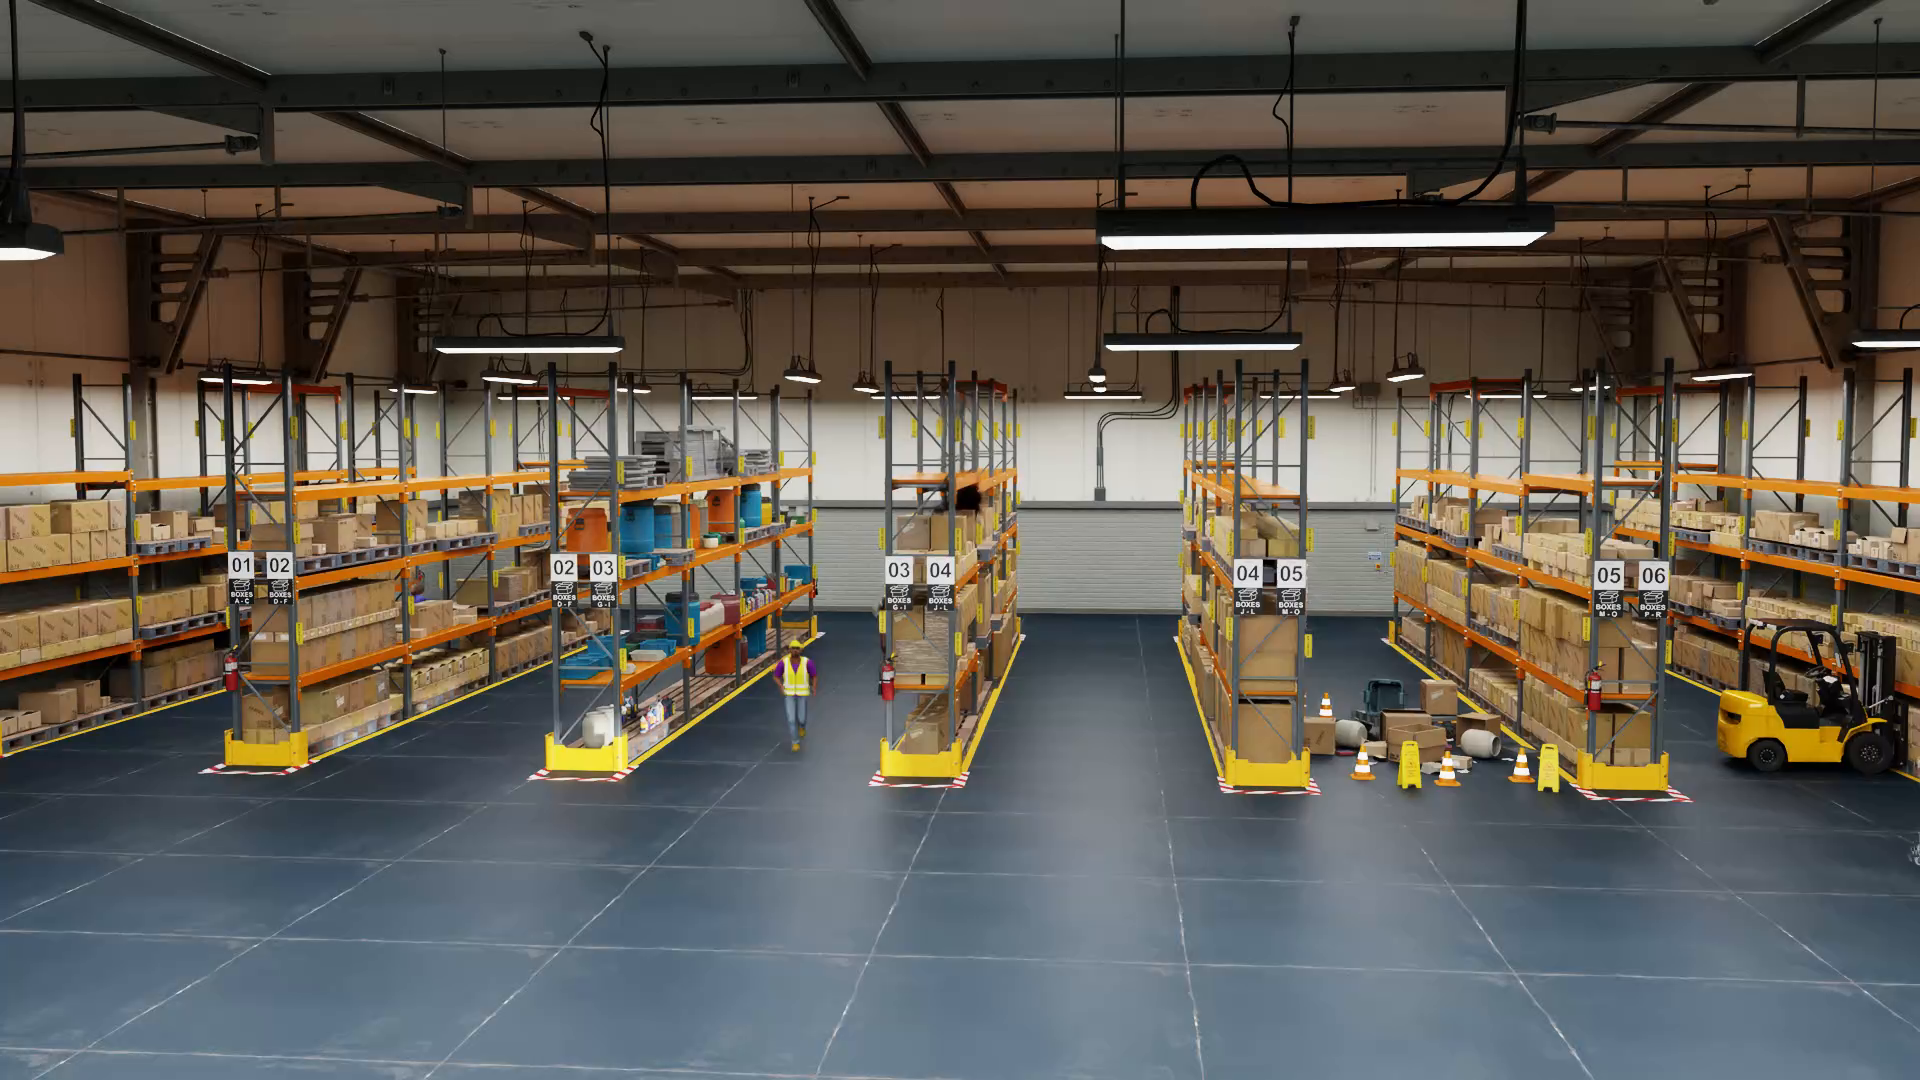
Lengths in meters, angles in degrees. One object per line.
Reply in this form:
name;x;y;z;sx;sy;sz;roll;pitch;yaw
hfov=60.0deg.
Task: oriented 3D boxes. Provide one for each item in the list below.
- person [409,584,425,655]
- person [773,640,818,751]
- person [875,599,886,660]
person;-12.010;1.790;36.584;0.561;1.610;0.567;0;4;2
person;-2.589;2.430;26.162;0.702;1.723;0.598;0;4;-5
person;-1.465;1.855;35.106;0.669;1.684;0.760;0;4;0
